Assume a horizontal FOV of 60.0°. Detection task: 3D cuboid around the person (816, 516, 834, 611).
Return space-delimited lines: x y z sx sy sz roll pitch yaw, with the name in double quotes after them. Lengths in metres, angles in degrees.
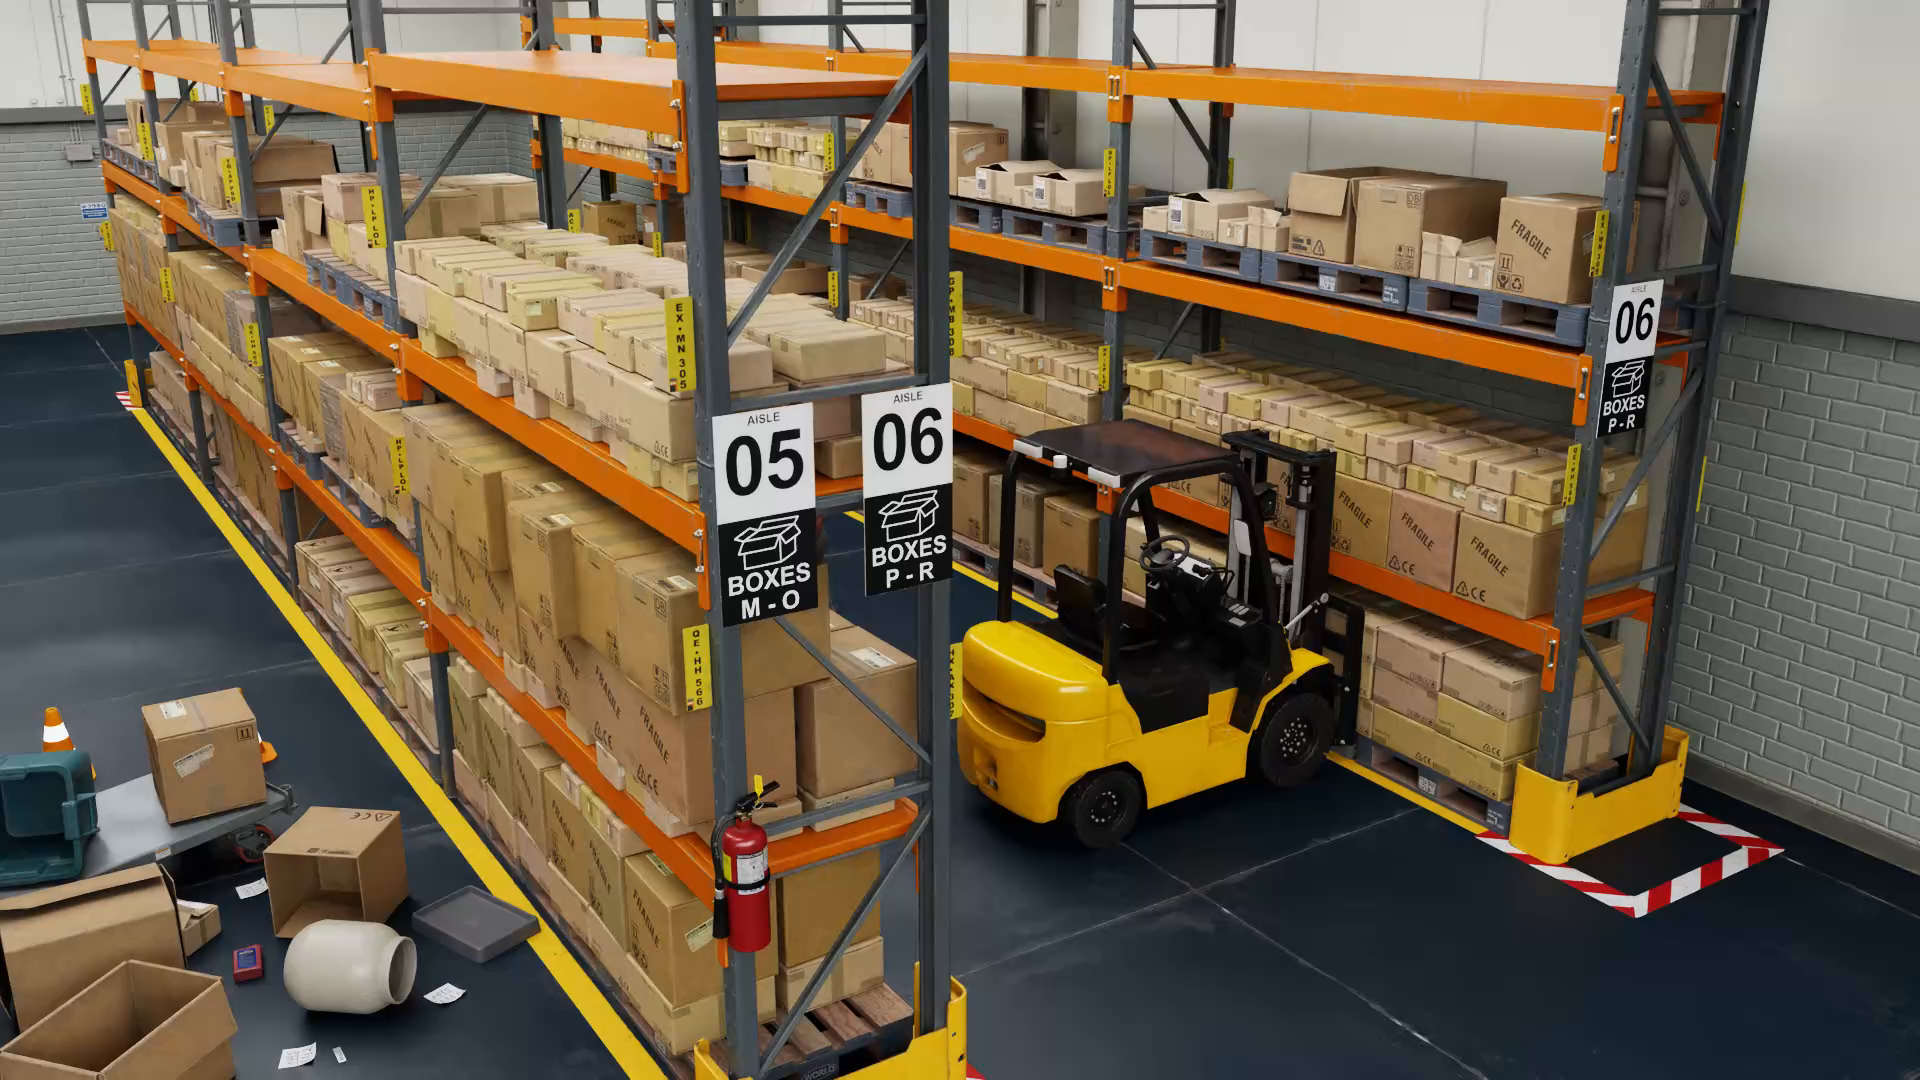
-1.142 0.006 11.972 0.551 1.655 0.490 -8 20 -23 "person"
